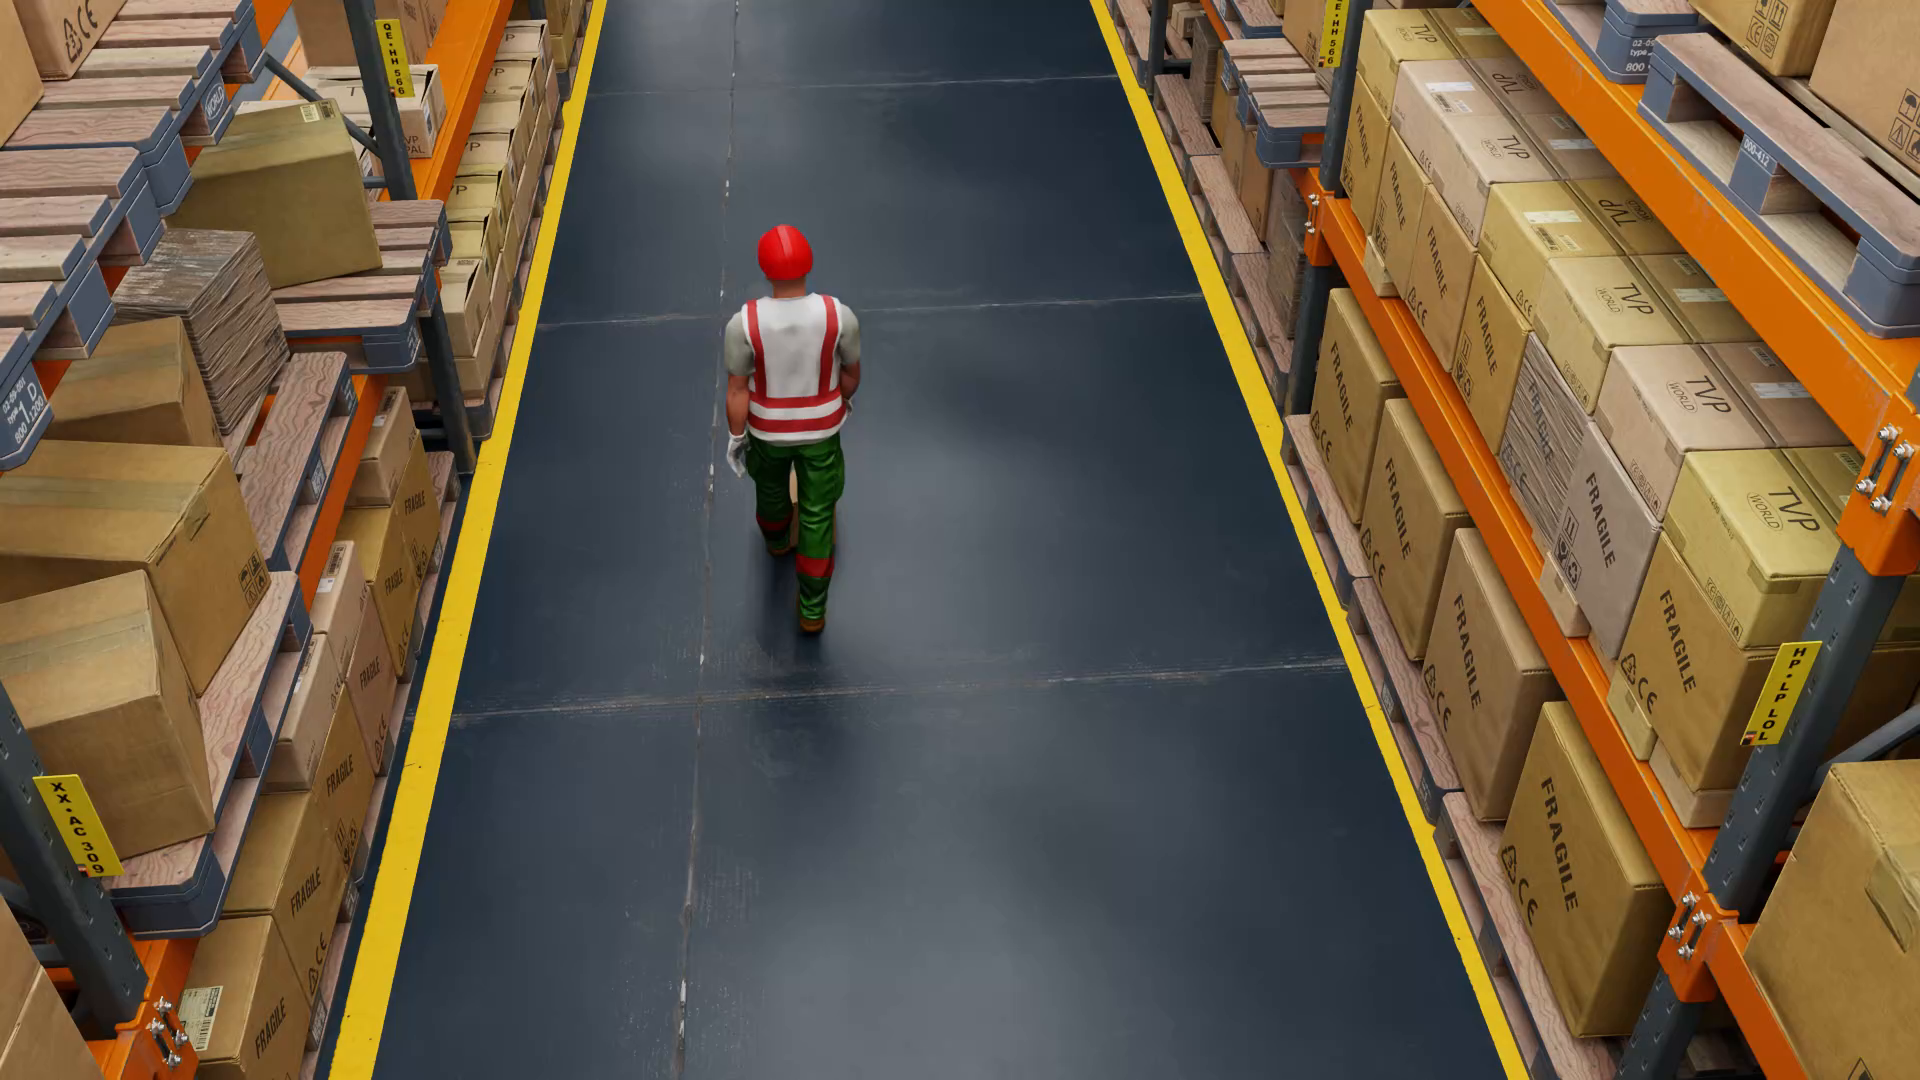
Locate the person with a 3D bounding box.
[{"bbox_3d":[-0.669,-0.542,6.789,0.553,1.764,0.817,-2,39,-2],"label":"person"}]
